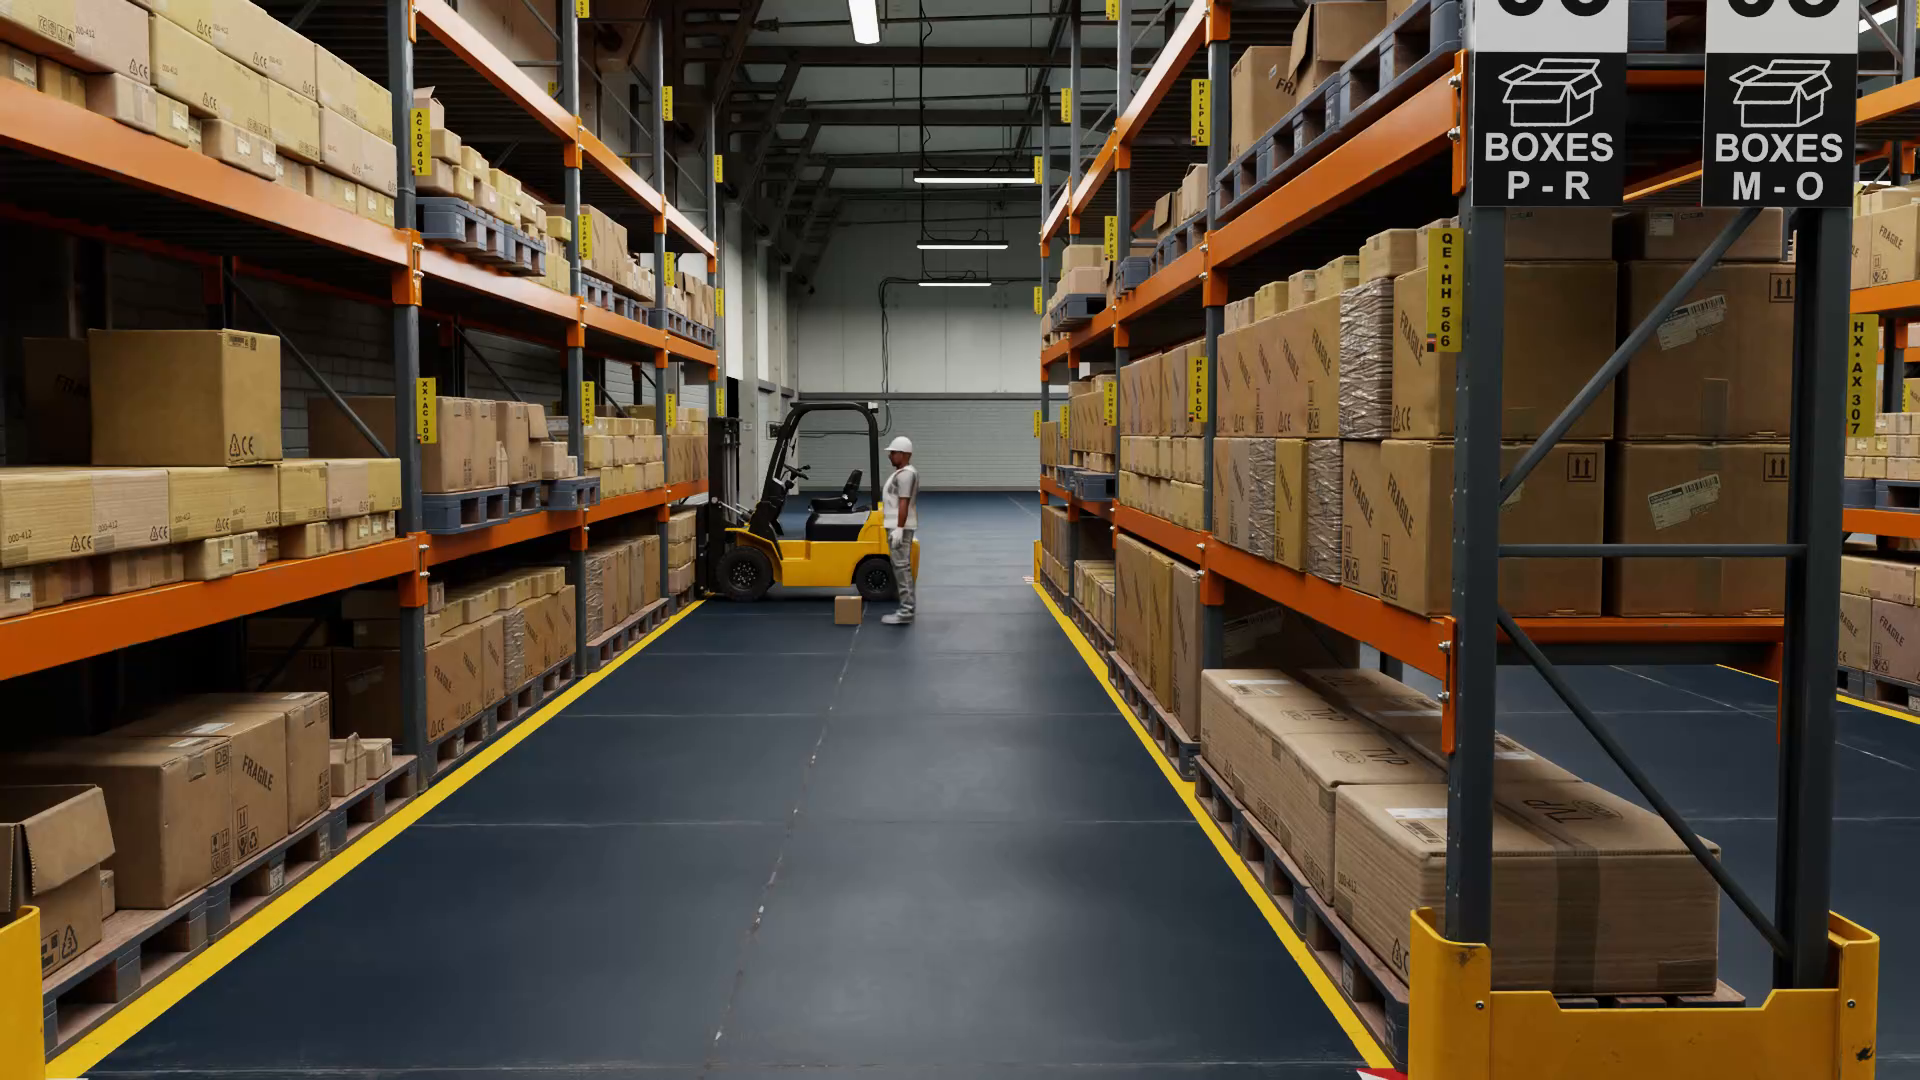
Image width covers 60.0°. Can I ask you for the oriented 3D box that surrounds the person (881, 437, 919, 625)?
[{"bbox_3d":[-0.576,-0.092,15.914,0.363,1.785,0.546,0,4,0],"label":"person"}]
